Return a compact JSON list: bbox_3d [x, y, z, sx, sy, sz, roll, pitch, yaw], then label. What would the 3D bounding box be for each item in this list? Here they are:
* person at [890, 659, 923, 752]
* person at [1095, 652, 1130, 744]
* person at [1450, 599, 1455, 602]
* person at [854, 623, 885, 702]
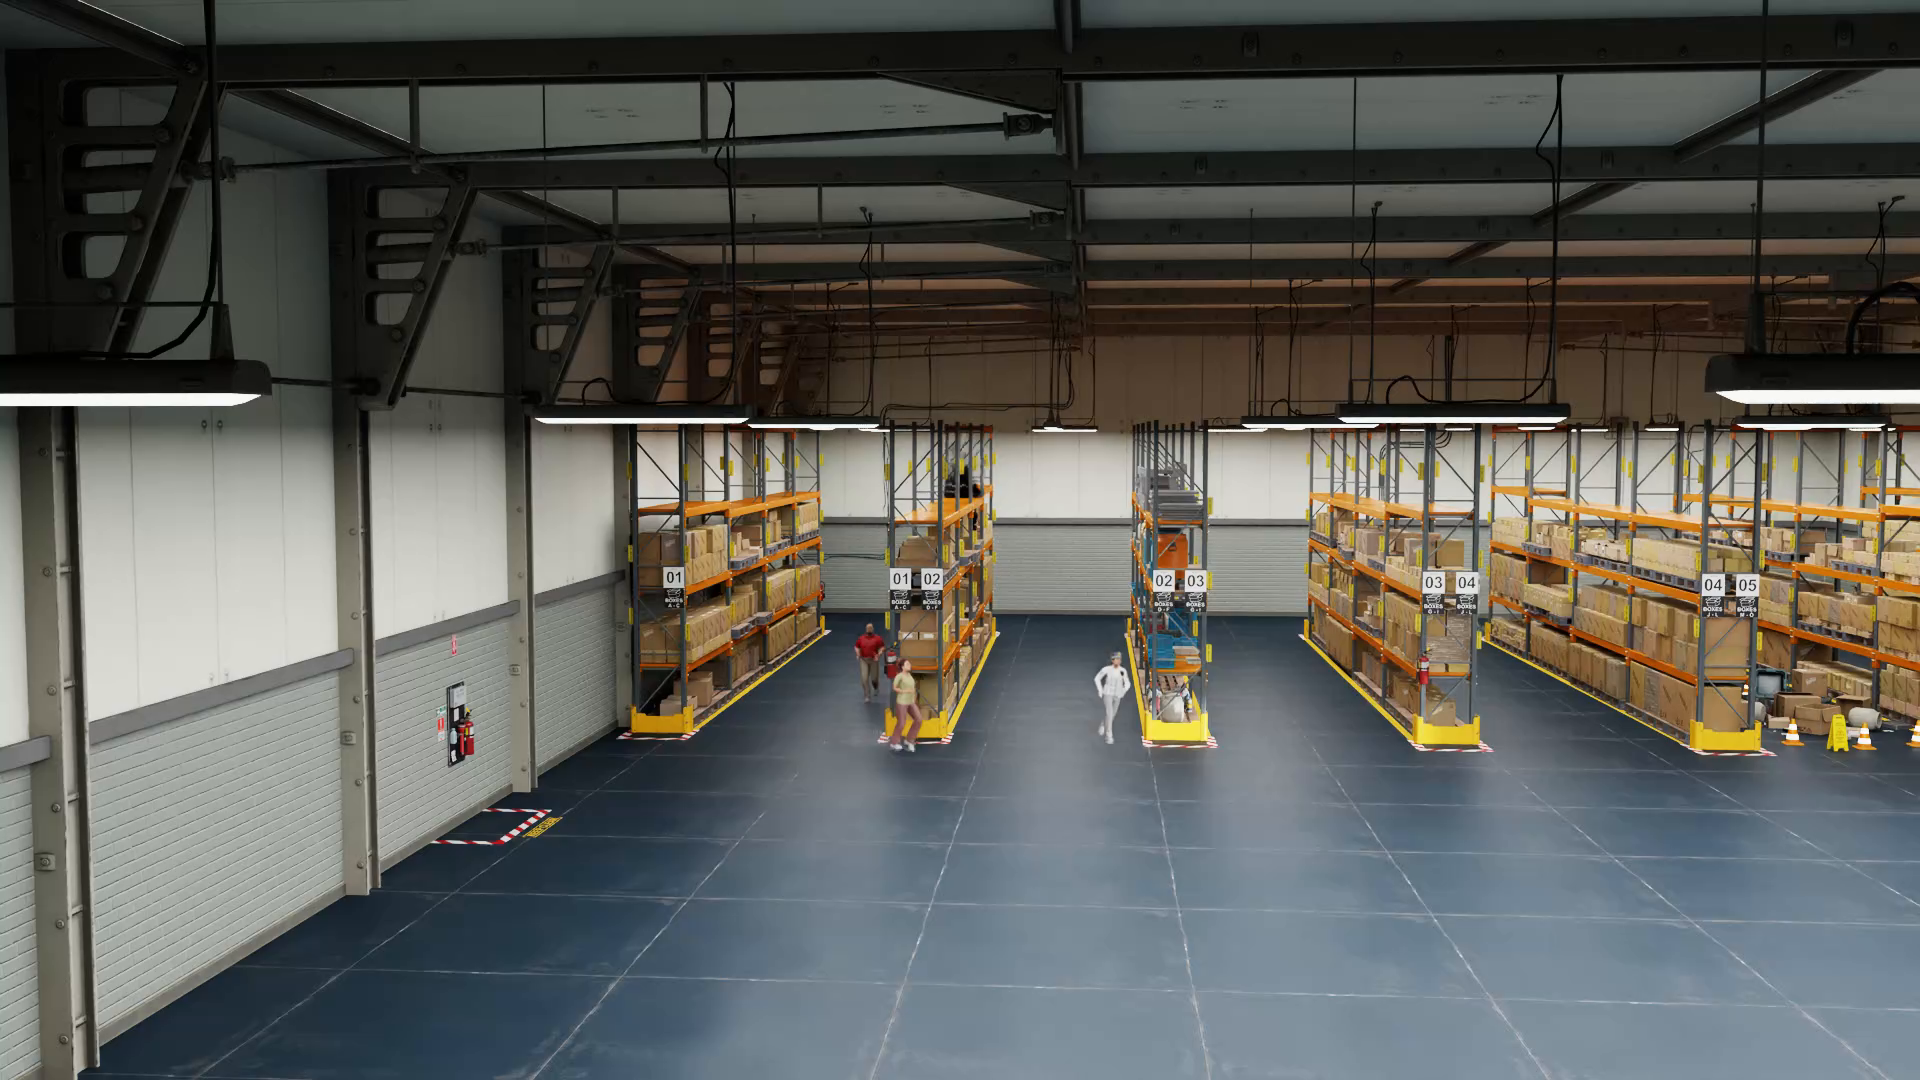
[{"bbox_3d":[-0.982,2.986,30.076,0.599,1.691,0.585,3,5,42],"label":"person"},{"bbox_3d":[2.864,2.931,31.150,0.647,1.684,0.725,-1,4,-16],"label":"person"},{"bbox_3d":[13.409,1.923,46.126,0.679,1.755,0.912,3,5,37],"label":"person"},{"bbox_3d":[-1.944,2.623,35.698,0.664,1.675,0.645,0,4,3],"label":"person"}]
